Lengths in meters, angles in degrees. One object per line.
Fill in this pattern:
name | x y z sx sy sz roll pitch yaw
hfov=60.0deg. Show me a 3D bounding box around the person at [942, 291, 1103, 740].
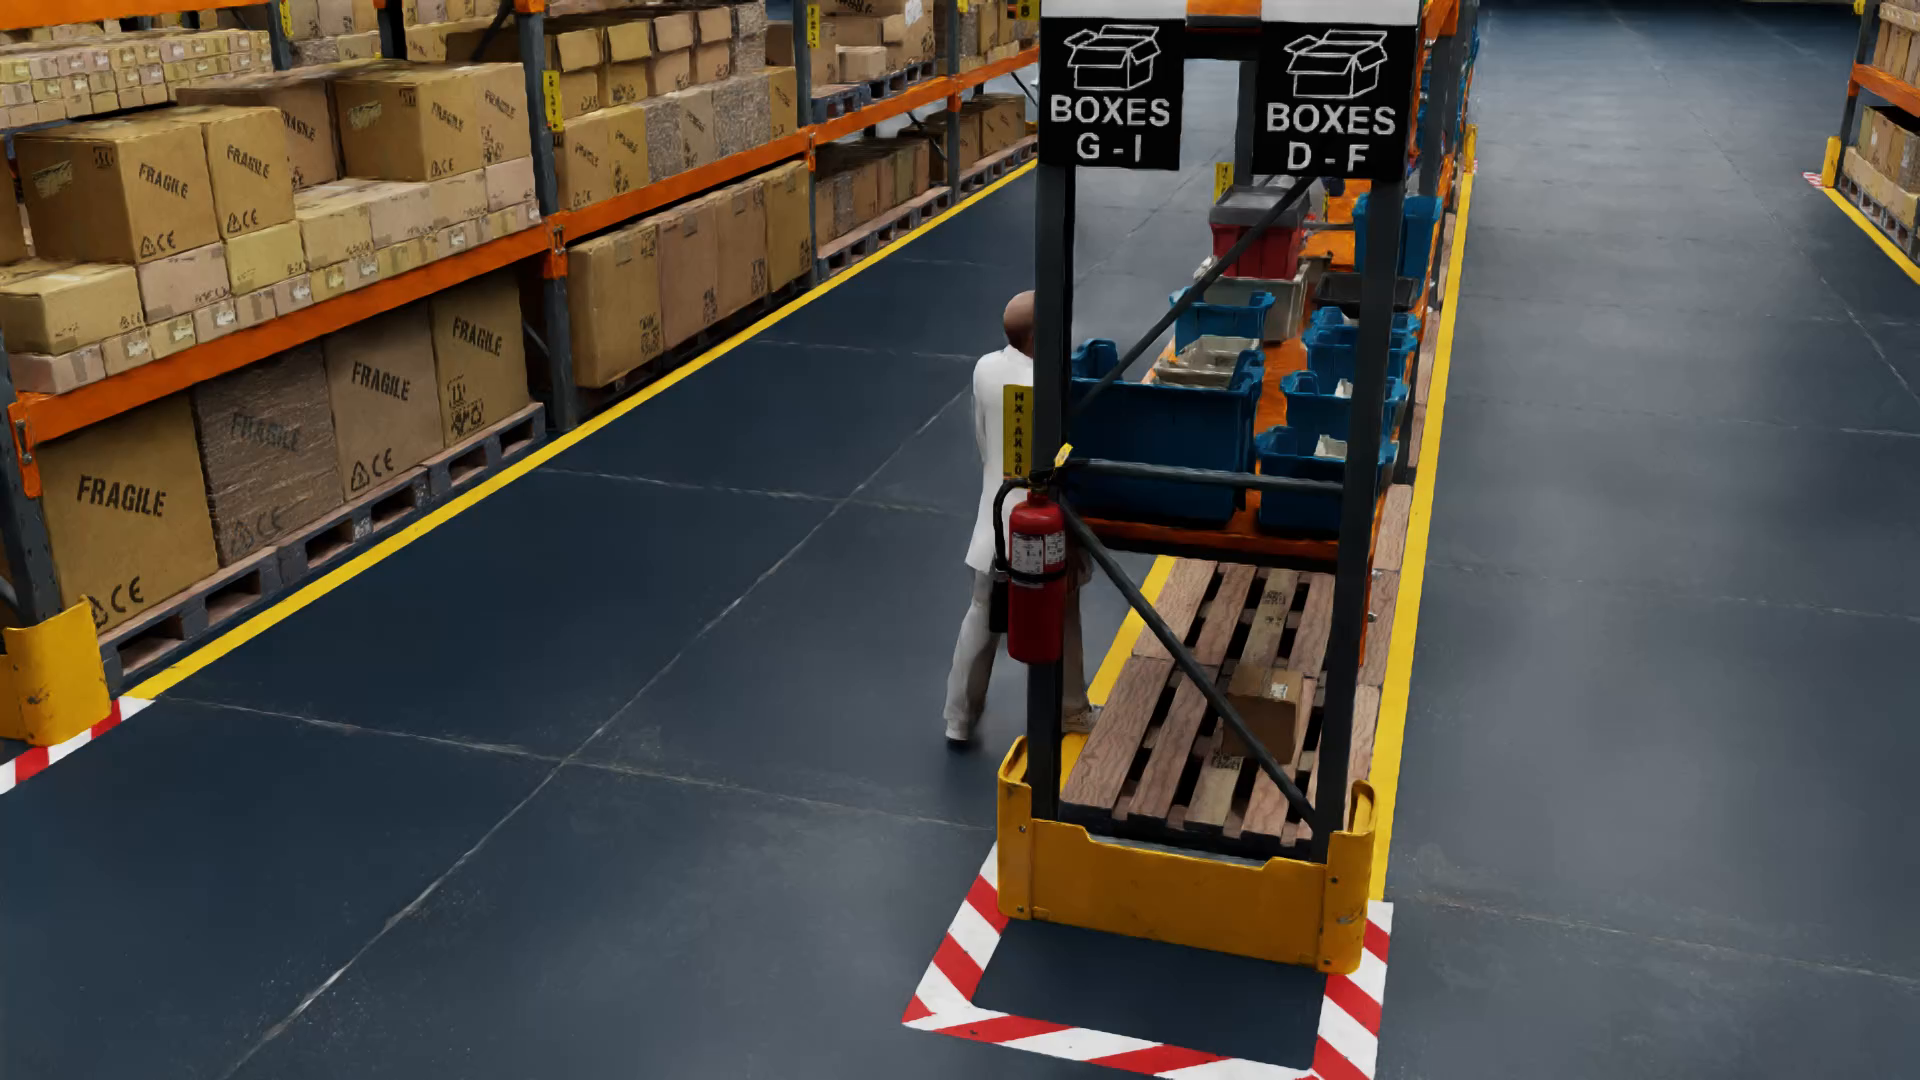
person | 0.273 -0.070 6.267 0.705 1.772 0.685 -13 25 -29
